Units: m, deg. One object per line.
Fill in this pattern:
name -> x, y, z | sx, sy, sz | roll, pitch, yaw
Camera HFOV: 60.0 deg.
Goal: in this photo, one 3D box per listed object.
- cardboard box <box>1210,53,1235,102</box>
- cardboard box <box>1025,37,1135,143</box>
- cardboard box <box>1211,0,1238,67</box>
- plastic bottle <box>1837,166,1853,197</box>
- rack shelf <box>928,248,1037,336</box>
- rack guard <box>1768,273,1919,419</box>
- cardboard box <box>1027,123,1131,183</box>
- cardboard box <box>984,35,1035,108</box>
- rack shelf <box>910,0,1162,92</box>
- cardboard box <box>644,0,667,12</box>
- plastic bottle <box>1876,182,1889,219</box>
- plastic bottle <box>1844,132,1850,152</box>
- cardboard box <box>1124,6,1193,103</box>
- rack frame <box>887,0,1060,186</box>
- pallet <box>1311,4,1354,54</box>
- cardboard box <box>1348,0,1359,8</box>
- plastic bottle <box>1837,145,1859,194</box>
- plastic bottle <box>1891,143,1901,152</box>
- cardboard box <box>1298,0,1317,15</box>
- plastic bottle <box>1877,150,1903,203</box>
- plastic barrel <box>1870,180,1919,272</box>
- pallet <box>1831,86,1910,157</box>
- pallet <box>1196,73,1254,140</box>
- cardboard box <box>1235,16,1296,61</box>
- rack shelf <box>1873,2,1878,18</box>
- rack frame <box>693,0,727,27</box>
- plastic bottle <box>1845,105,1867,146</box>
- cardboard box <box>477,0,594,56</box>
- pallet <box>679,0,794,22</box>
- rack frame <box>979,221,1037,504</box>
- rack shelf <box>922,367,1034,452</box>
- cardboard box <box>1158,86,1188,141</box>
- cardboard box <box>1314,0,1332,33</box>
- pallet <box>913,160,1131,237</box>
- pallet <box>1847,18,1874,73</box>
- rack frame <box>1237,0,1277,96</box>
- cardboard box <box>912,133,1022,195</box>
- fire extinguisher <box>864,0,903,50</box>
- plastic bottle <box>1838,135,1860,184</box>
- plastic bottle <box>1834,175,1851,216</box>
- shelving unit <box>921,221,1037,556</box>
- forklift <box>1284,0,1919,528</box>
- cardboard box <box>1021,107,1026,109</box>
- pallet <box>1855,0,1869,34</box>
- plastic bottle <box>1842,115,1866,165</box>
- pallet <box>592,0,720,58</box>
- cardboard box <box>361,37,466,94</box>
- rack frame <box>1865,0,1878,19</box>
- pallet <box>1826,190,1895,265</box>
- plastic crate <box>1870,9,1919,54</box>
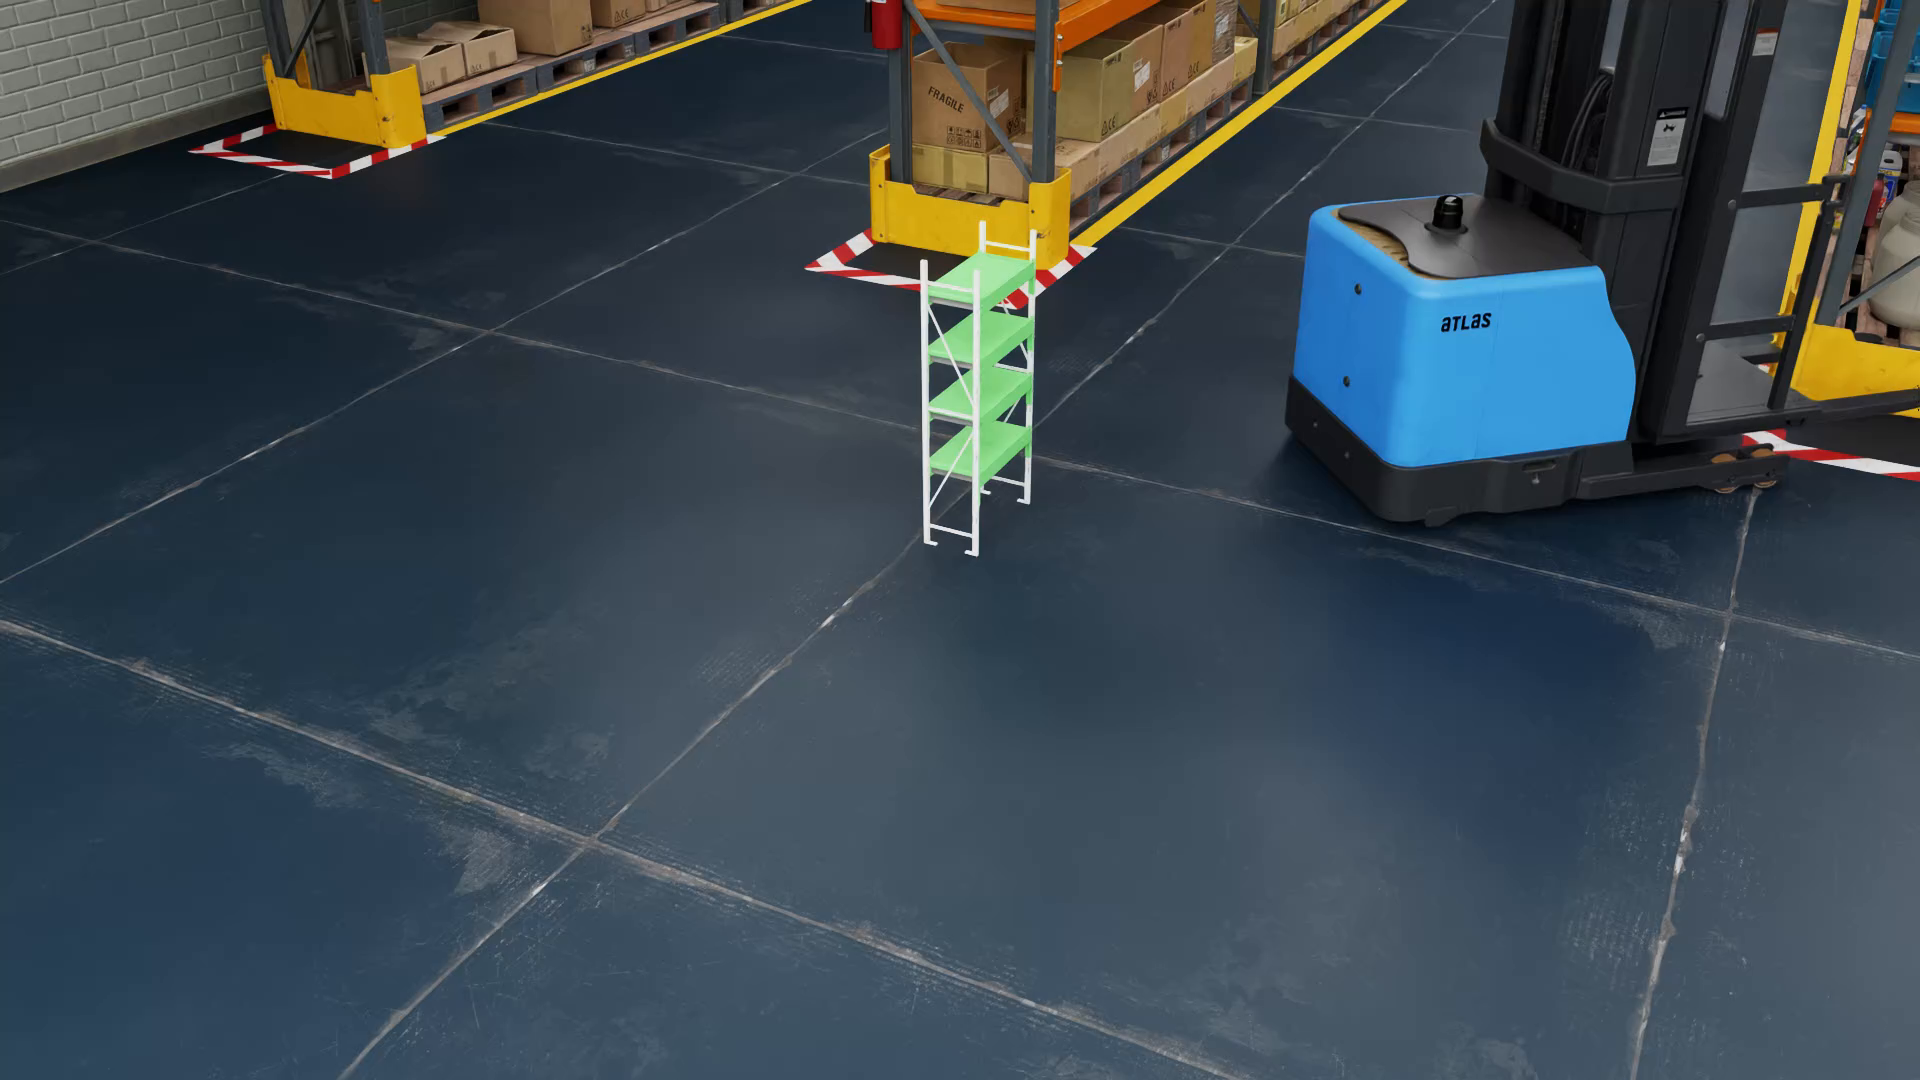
cardboard box -> 1.631, -3.323, 11.864 | 0.500, 0.250, 0.500 | 14, 33, 23
cardboard box -> 0.730, -2.759, 10.129 | 0.500, 0.500, 0.500 | 14, 33, 23
cardboard box -> 1.629, -3.649, 11.678 | 0.500, 0.500, 0.500 | 14, 33, 23
plastic bottle -> 5.118, -2.000, 9.513 | 0.152, 0.276, 0.135 | 13, 32, 22
rack shelf -> 0.075, -0.955, 6.372 | 0.258, 0.148, 0.480 | 14, 33, 23
rack guard -> 4.462, -0.870, 7.762 | 1.175, 0.500, 0.348 | 14, 33, 23
cardboard box -> 0.729, -2.434, 10.316 | 0.500, 0.250, 0.500 | 14, 33, 23
cardboard box -> 0.484, -3.101, 10.725 | 0.500, 0.500, 0.500 | 14, 33, 23
rack shelf -> 0.973, -3.609, 10.745 | 1.077, 0.370, 4.000 | 14, 33, 23
cardboard box -> -2.745, -4.648, 14.235 | 0.380, 0.166, 0.250 | 10, 31, 17
plastic bottle -> 5.238, -1.947, 9.497 | 0.097, 0.201, 0.097 | 0, 30, 0
plastic bottle -> 5.664, -2.528, 10.508 | 0.097, 0.201, 0.097 | 0, 30, 0
cardboard box -> 1.190, -3.201, 10.899 | 0.500, 0.500, 0.500 | 14, 33, 23
rack frame -> 0.062, -3.035, 9.022 | 1.000, 3.000, 0.127 | 14, 33, 23
pallet -> 2.739, -4.477, 14.334 | 1.003, 0.211, 1.213 | 14, 33, 23
cardboard box -> 3.220, -4.831, 14.489 | 0.500, 0.250, 0.500 | 15, 33, 24
plastic bottle -> 5.275, -2.189, 9.768 | 0.144, 0.351, 0.185 | 14, 33, 23
plastic bottle -> 5.683, -2.428, 10.185 | 0.144, 0.351, 0.185 | 14, 33, 23
cardboard box -> 2.527, -4.388, 13.156 | 0.500, 0.311, 0.500 | 14, 33, 23
plastic bottle -> 5.418, -2.134, 9.747 | 0.152, 0.276, 0.135 | 14, 33, 23
plastic barrel -> 4.930, -1.544, 8.503 | 0.421, 0.512, 0.421 | 0, 30, 0
pallet -> 6.615, -2.830, 11.467 | 1.003, 0.211, 1.213 | 14, 33, 23
pallet -> 1.484, -3.256, 12.207 | 1.003, 0.211, 1.213 | 14, 33, 23
cardboard box -> 2.288, -3.920, 12.904 | 0.500, 0.250, 0.500 | 13, 33, 22
rack shelf -> 7.203, -4.257, 11.874 | 1.077, 0.370, 4.000 | 14, 33, 23
rack frame -> -2.528, -5.930, 14.064 | 1.000, 3.000, 0.127 | 14, 33, 23
plastic bottle -> 5.756, -2.648, 10.648 | 0.097, 0.271, 0.097 | 0, 30, 0
cardboard box -> -3.316, -4.116, 12.975 | 0.700, 0.500, 0.500 | 12, 32, 20
pallet -> -2.174, -5.066, 15.360 | 1.003, 0.211, 1.213 | 14, 33, 23
rack frame -> 0.187, -0.702, 6.767 | 0.240, 1.200, 0.015 | 14, 33, 23
rack shelf -> 0.075, -0.538, 6.611 | 0.258, 0.148, 0.480 | 14, 33, 23
cardboard box -> 1.189, -2.876, 11.086 | 0.500, 0.250, 0.500 | 14, 33, 23
cardboard box -> 2.756, -4.377, 13.699 | 0.500, 0.250, 0.500 | 13, 32, 22
pallet -> 0.373, -2.174, 10.324 | 1.003, 0.211, 1.213 | 14, 33, 23
pallet -> 7.727, -3.912, 13.350 | 1.003, 0.211, 1.213 | 14, 33, 23
rack frame -> 1.884, -4.808, 12.110 | 1.000, 3.000, 0.127 | 14, 33, 23
cardboard box -> 0.043, -2.329, 10.133 | 0.500, 0.250, 0.500 | 14, 33, 23
fire extinguisher -> -0.406, -3.054, 9.134 | 0.296, 0.674, 0.183 | 14, 33, 23
plastic bottle -> 5.356, -2.284, 10.002 | 0.061, 0.283, 0.133 | 16, 33, 25
plastic bottle -> 4.953, -1.892, 9.318 | 0.061, 0.283, 0.133 | 15, 33, 24
shelving unit -> 0.075, -0.594, 6.579 | 0.258, 1.200, 0.503 | 14, 33, 23
forklift -> 3.044, -1.716, 6.794 | 3.031, 2.935, 1.130 | -8, 31, -13
cardboard box -> 0.486, -2.776, 10.911 | 0.500, 0.250, 0.500 | 14, 33, 23
pallet -> 8.436, -4.606, 14.558 | 1.003, 0.211, 1.213 | 14, 33, 23
plastic bottle -> 5.555, -2.461, 10.241 | 0.144, 0.351, 0.185 | 15, 33, 25
pallet -> -2.802, -4.415, 14.226 | 1.003, 0.211, 1.213 | 14, 33, 23
cardboard box -> -3.954, -3.468, 12.035 | 0.500, 0.311, 0.500 | 11, 32, 18
rack frame -> 8.114, -5.456, 13.239 | 1.000, 3.000, 0.127 | 14, 33, 23
pallet -> 5.394, -1.642, 9.398 | 1.003, 0.211, 1.213 | 14, 33, 23
plastic crate -> 4.732, -2.421, 8.103 | 0.499, 0.251, 0.408 | 14, 33, 23
